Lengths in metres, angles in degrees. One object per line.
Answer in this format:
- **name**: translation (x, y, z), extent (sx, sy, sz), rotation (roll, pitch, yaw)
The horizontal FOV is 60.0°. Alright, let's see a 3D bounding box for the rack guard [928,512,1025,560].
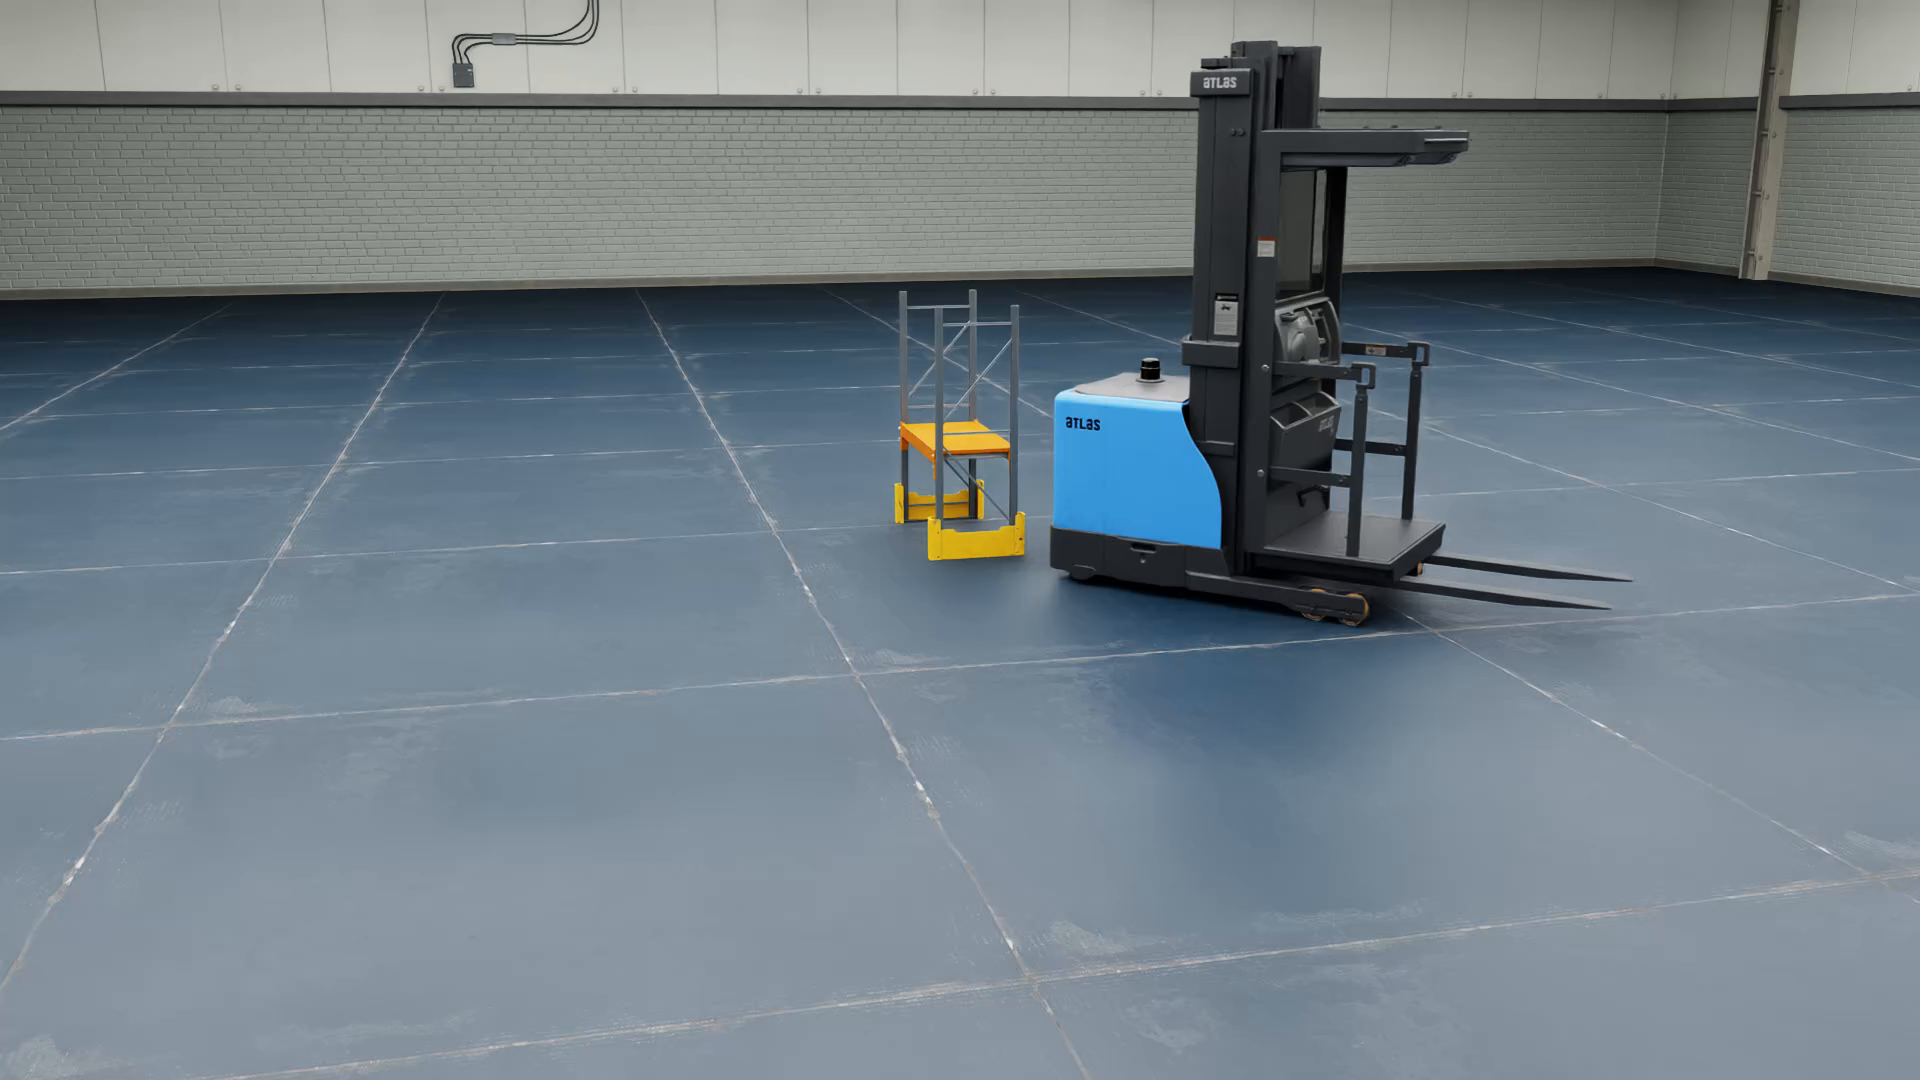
- **rack guard**: translation (0.099, -0.024, 9.999), extent (0.587, 0.250, 0.087), rotation (-3, 14, -13)

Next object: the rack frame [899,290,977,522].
- **rack frame**: translation (-0.139, -0.866, 10.810), extent (0.500, 1.500, 0.032), rotation (-3, 14, -13)

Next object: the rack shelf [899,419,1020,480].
- **rack shelf**: translation (-0.020, -0.574, 10.372), extent (0.538, 0.185, 1.000), rotation (-3, 14, -13)

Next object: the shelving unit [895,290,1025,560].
- **shelving unit**: translation (-0.018, -0.746, 10.321), extent (0.587, 1.500, 1.083), rotation (-3, 14, -13)

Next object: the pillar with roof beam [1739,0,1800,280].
- **pillar with roof beam**: translation (9.749, -8.718, 27.150), extent (9.100, 9.000, 0.400), rotation (-3, 14, -13)

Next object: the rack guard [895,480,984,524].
- **rack guard**: translation (-0.135, -0.254, 10.940), extent (0.587, 0.250, 0.087), rotation (-3, 14, -13)

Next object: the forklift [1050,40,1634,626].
- **forklift**: translation (2.046, -1.123, 8.849), extent (3.031, 2.935, 1.130), rotation (8, 16, 30)

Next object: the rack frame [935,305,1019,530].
- **rack frame**: translation (0.099, -0.631, 9.850), extent (0.500, 1.500, 0.032), rotation (-3, 14, -13)

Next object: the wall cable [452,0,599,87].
- **wall cable**: translation (-6.860, -10.133, 25.777), extent (2.305, 6.003, 0.169), rotation (-3, 14, -13)
